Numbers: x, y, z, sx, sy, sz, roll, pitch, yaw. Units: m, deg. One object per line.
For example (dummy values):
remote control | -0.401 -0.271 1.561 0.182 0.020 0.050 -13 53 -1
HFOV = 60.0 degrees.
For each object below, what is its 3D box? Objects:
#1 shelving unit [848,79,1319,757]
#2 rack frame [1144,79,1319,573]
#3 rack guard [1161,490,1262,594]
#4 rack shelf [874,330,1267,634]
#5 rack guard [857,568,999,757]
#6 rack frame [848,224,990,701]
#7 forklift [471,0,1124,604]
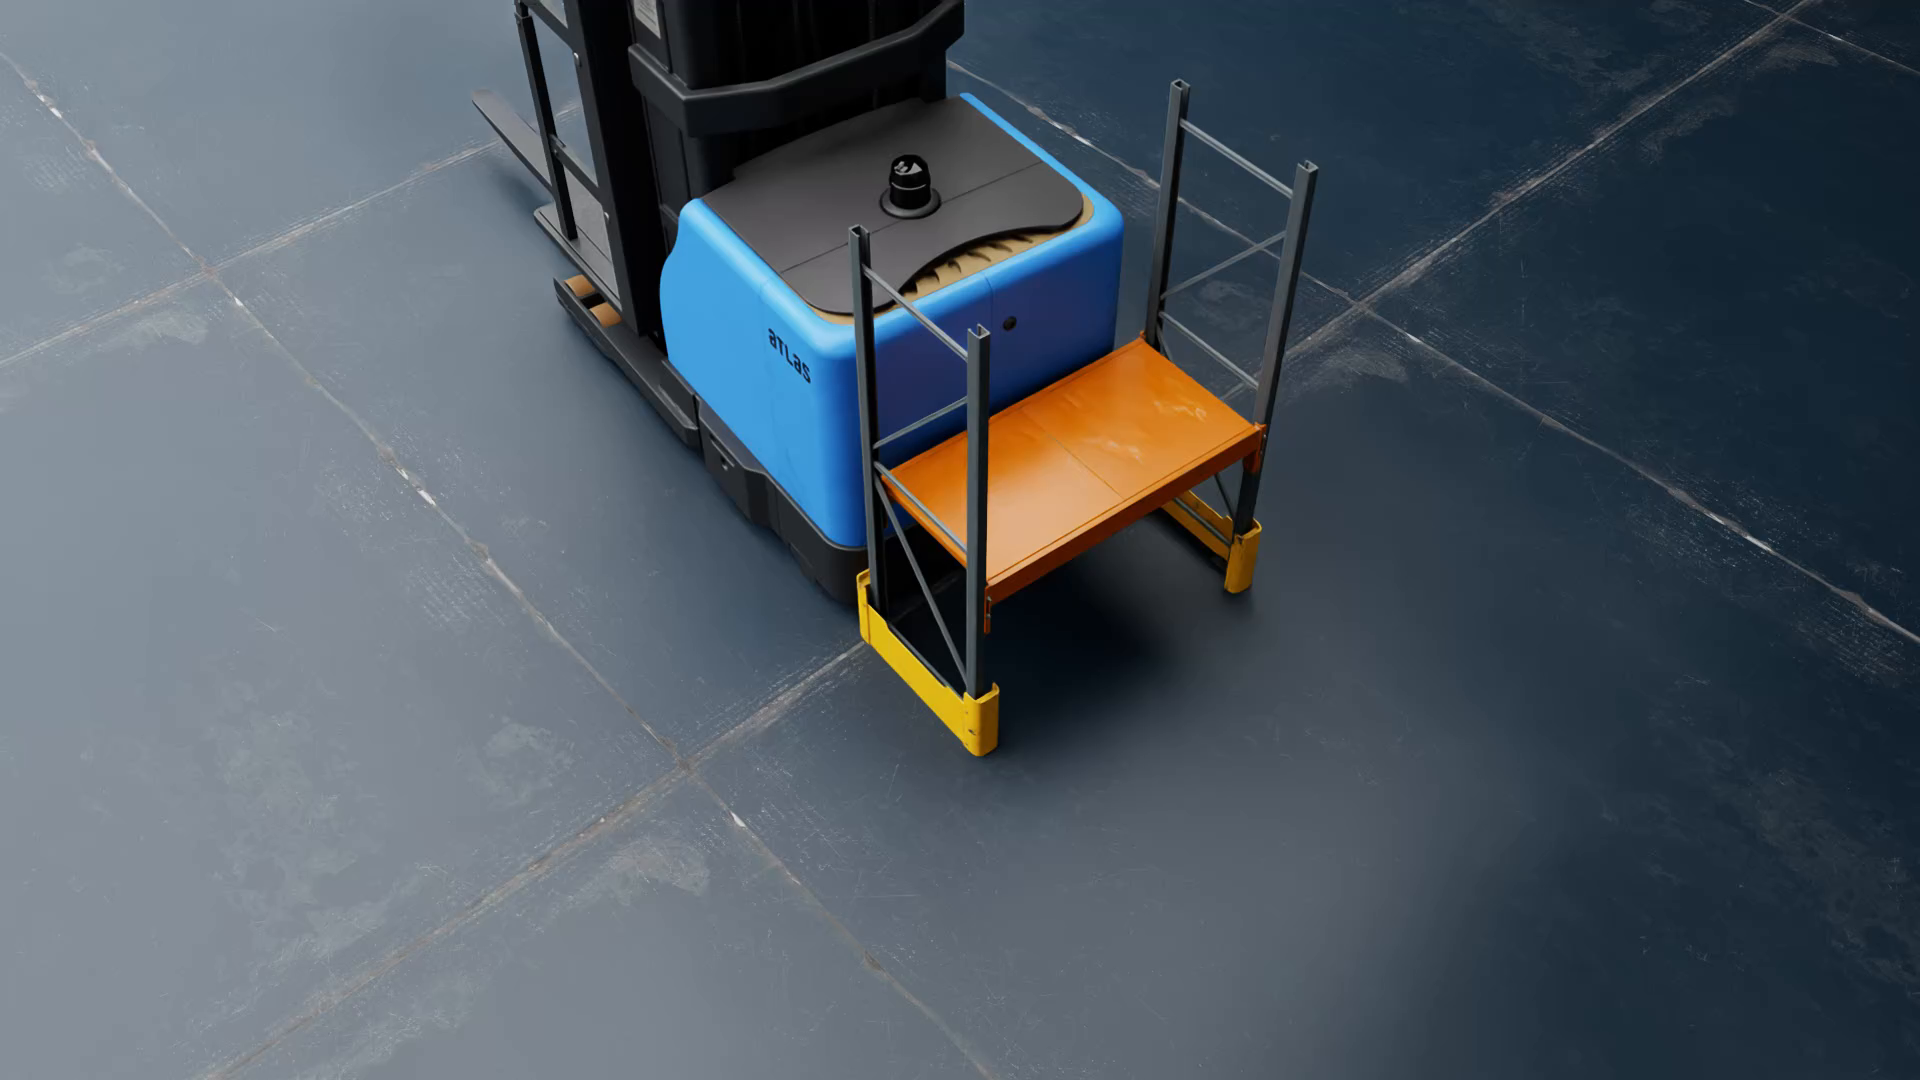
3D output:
shelving unit | 0.299 -0.304 4.510 1.083 1.500 0.587 -29 54 -24
rack frame | 0.709 -0.535 4.723 0.032 1.500 0.500 -29 54 -24
rack guard | 0.694 -0.103 5.175 0.087 0.250 0.587 -29 54 -24
rack shelf | 0.306 -0.186 4.646 1.000 0.185 0.538 -29 54 -24
rack guard | -0.096 0.343 4.763 0.087 0.250 0.587 -29 54 -24
rack frame | -0.097 -0.080 4.304 0.032 1.500 0.500 -29 54 -24
forklift | -0.786 -1.851 4.963 1.130 2.935 3.031 -28 53 -23
